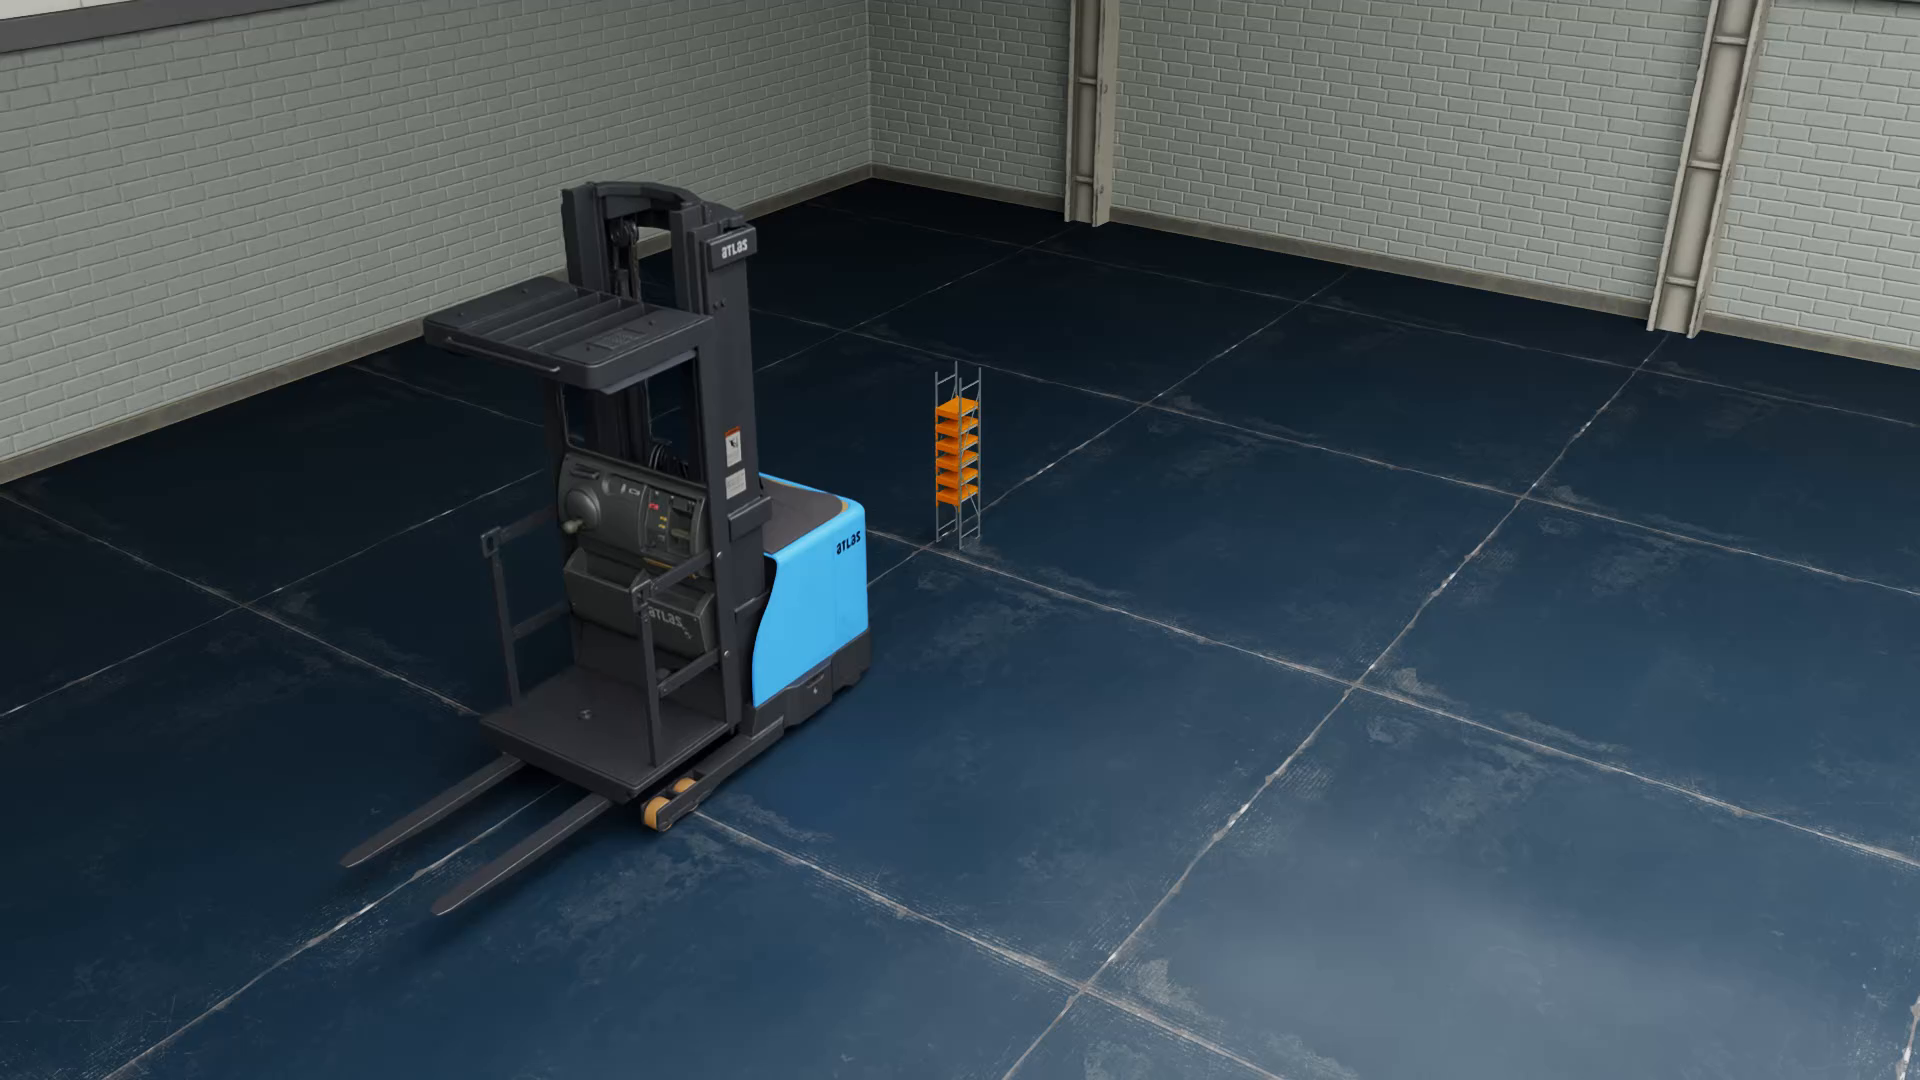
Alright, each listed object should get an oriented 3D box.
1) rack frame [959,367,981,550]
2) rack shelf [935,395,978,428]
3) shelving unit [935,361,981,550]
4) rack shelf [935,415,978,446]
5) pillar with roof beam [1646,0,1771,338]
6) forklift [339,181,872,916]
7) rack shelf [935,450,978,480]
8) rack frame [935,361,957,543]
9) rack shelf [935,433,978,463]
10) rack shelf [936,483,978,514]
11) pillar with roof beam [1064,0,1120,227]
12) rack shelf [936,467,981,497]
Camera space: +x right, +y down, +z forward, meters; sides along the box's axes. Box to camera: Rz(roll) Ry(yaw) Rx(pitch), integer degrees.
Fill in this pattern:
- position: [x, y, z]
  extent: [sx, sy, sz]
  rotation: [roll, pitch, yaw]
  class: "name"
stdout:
- position: [0.064, -0.515, 10.713]
  extent: [0.006, 1.200, 0.240]
  rotation: [17, 32, 30]
  class: "rack frame"
- position: [-0.012, -0.820, 10.616]
  extent: [0.180, 0.103, 0.258]
  rotation: [17, 32, 30]
  class: "rack shelf"
- position: [-0.012, -0.538, 10.759]
  extent: [0.189, 1.200, 0.258]
  rotation: [17, 32, 30]
  class: "shelving unit"
- position: [-0.012, -0.713, 10.670]
  extent: [0.180, 0.103, 0.258]
  rotation: [17, 32, 30]
  class: "rack shelf"
- position: [3.863, -4.262, 9.478]
  extent: [0.400, 9.000, 9.100]
  rotation: [17, 32, 30]
  class: "pillar with roof beam"
- position: [-1.735, -0.115, 8.019]
  extent: [1.130, 2.935, 3.031]
  rotation: [17, 31, 29]
  class: "forklift"
- position: [-0.012, -0.499, 10.779]
  extent: [0.180, 0.103, 0.258]
  rotation: [17, 32, 30]
  class: "rack shelf"
- position: [-0.087, -0.562, 10.805]
  extent: [0.006, 1.200, 0.240]
  rotation: [17, 32, 30]
  class: "rack frame"
- position: [-0.012, -0.606, 10.725]
  extent: [0.180, 0.103, 0.258]
  rotation: [17, 32, 30]
  class: "rack shelf"
- position: [-0.012, -0.285, 10.888]
  extent: [0.180, 0.103, 0.258]
  rotation: [17, 32, 30]
  class: "rack shelf"
- position: [-1.083, -5.803, 12.505]
  extent: [0.400, 9.000, 9.100]
  rotation: [17, 32, 30]
  class: "pillar with roof beam"
- position: [-0.012, -0.392, 10.834]
  extent: [0.180, 0.103, 0.258]
  rotation: [17, 32, 30]
  class: "rack shelf"
